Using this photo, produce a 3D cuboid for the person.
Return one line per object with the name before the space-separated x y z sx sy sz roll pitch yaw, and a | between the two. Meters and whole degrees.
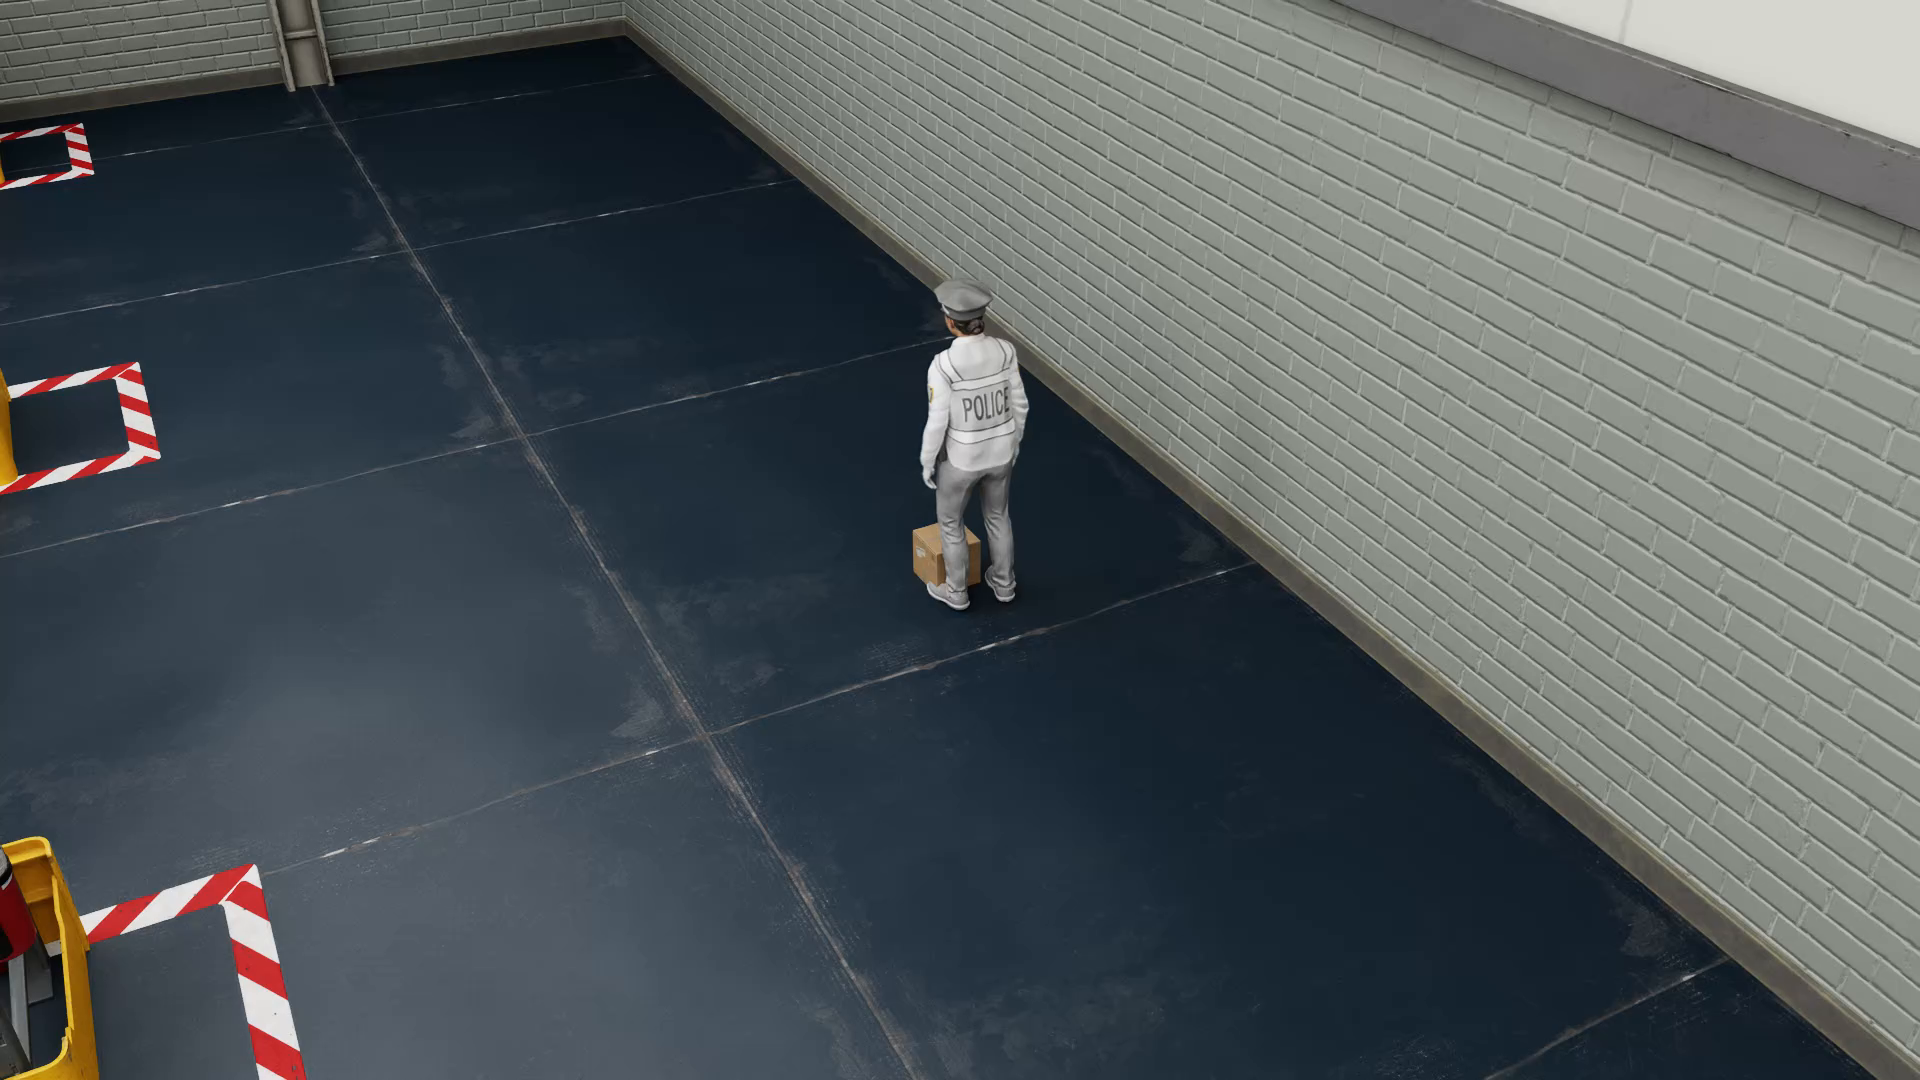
person | 0.052 -0.403 7.752 0.527 1.663 0.409 -16 37 -23
